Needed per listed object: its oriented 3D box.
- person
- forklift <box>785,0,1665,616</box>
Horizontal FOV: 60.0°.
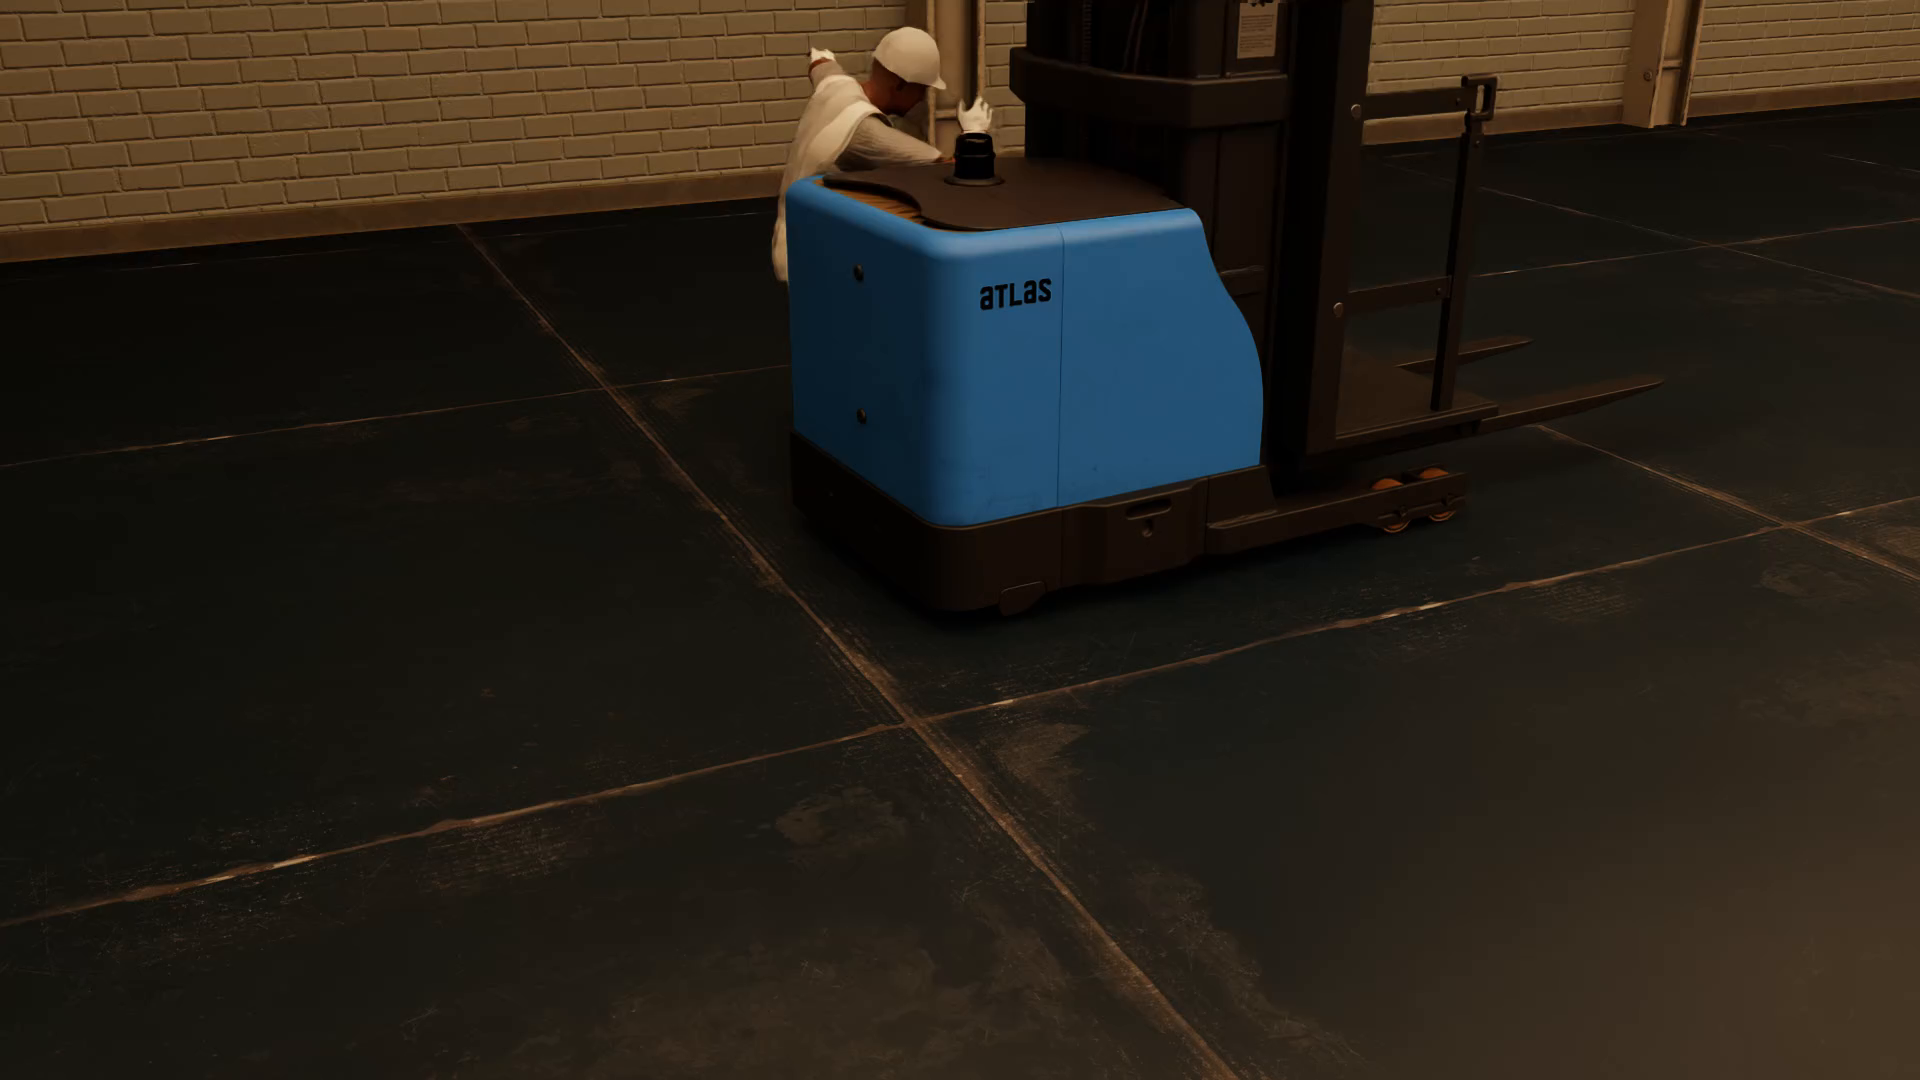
[{"bbox_3d":[-0.277,-1.066,5.829,0.768,1.440,1.519,-3,23,-8],"label":"person"},{"bbox_3d":[1.014,-1.539,4.991,3.031,2.935,1.130,-12,25,-27],"label":"forklift"}]
